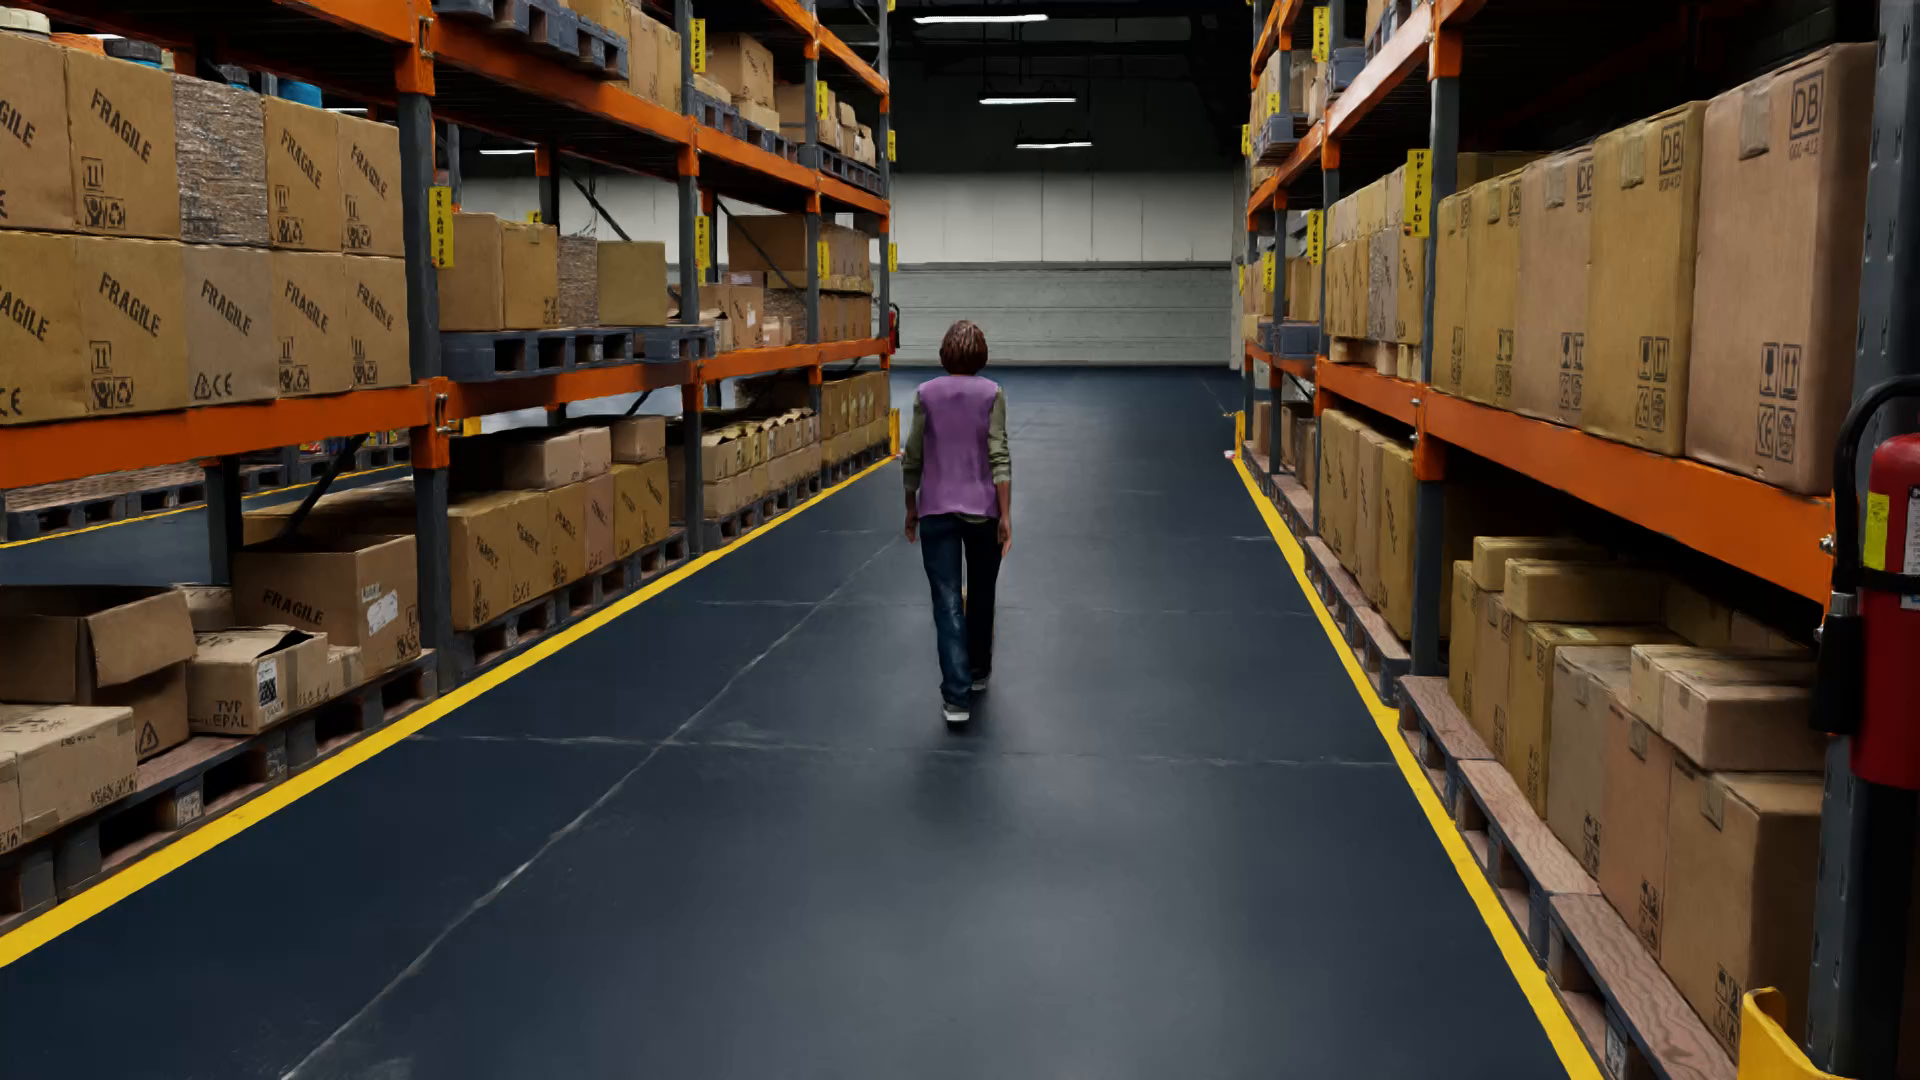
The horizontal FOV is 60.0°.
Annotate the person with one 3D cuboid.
[{"bbox_3d":[-0.019,-0.098,6.652,0.435,1.525,0.908,0,8,-2],"label":"person"}]
